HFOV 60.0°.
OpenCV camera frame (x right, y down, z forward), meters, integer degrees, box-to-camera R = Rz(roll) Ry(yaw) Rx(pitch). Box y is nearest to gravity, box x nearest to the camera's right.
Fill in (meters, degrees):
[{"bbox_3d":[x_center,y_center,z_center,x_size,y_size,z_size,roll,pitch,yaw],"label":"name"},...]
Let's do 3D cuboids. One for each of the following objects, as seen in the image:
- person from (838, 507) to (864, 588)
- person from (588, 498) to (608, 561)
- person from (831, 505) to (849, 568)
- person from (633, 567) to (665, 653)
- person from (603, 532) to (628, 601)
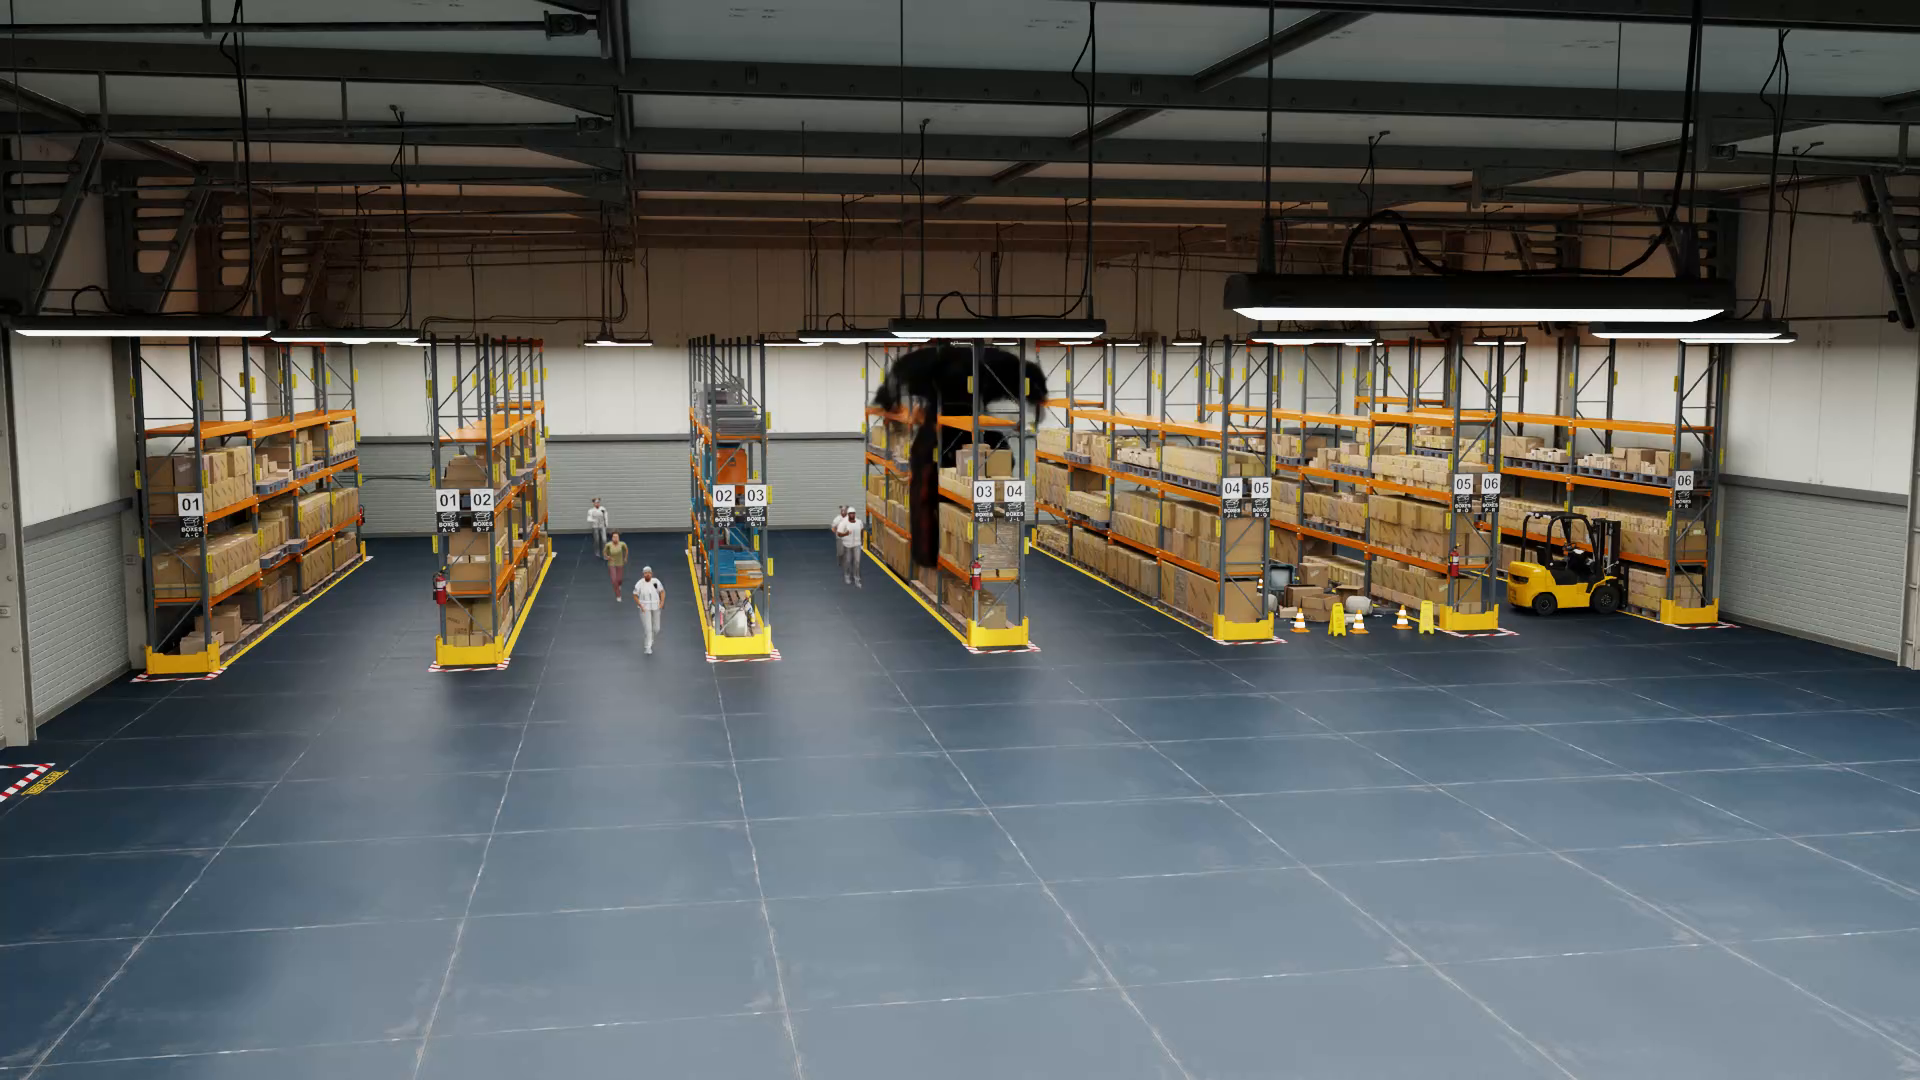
[{"bbox_3d":[-2.481,0.160,38.208,0.682,1.825,0.758,-2,7,-17],"label":"person"},{"bbox_3d":[-9.905,-0.301,45.488,0.570,1.743,0.798,-2,7,-20],"label":"person"},{"bbox_3d":[-2.965,-0.046,42.840,0.678,1.748,0.917,-1,7,-10],"label":"person"},{"bbox_3d":[-5.913,1.310,31.618,0.610,1.648,0.625,-2,7,-20],"label":"person"},{"bbox_3d":[-7.857,0.590,37.991,0.562,1.602,0.691,-1,7,-10],"label":"person"}]
